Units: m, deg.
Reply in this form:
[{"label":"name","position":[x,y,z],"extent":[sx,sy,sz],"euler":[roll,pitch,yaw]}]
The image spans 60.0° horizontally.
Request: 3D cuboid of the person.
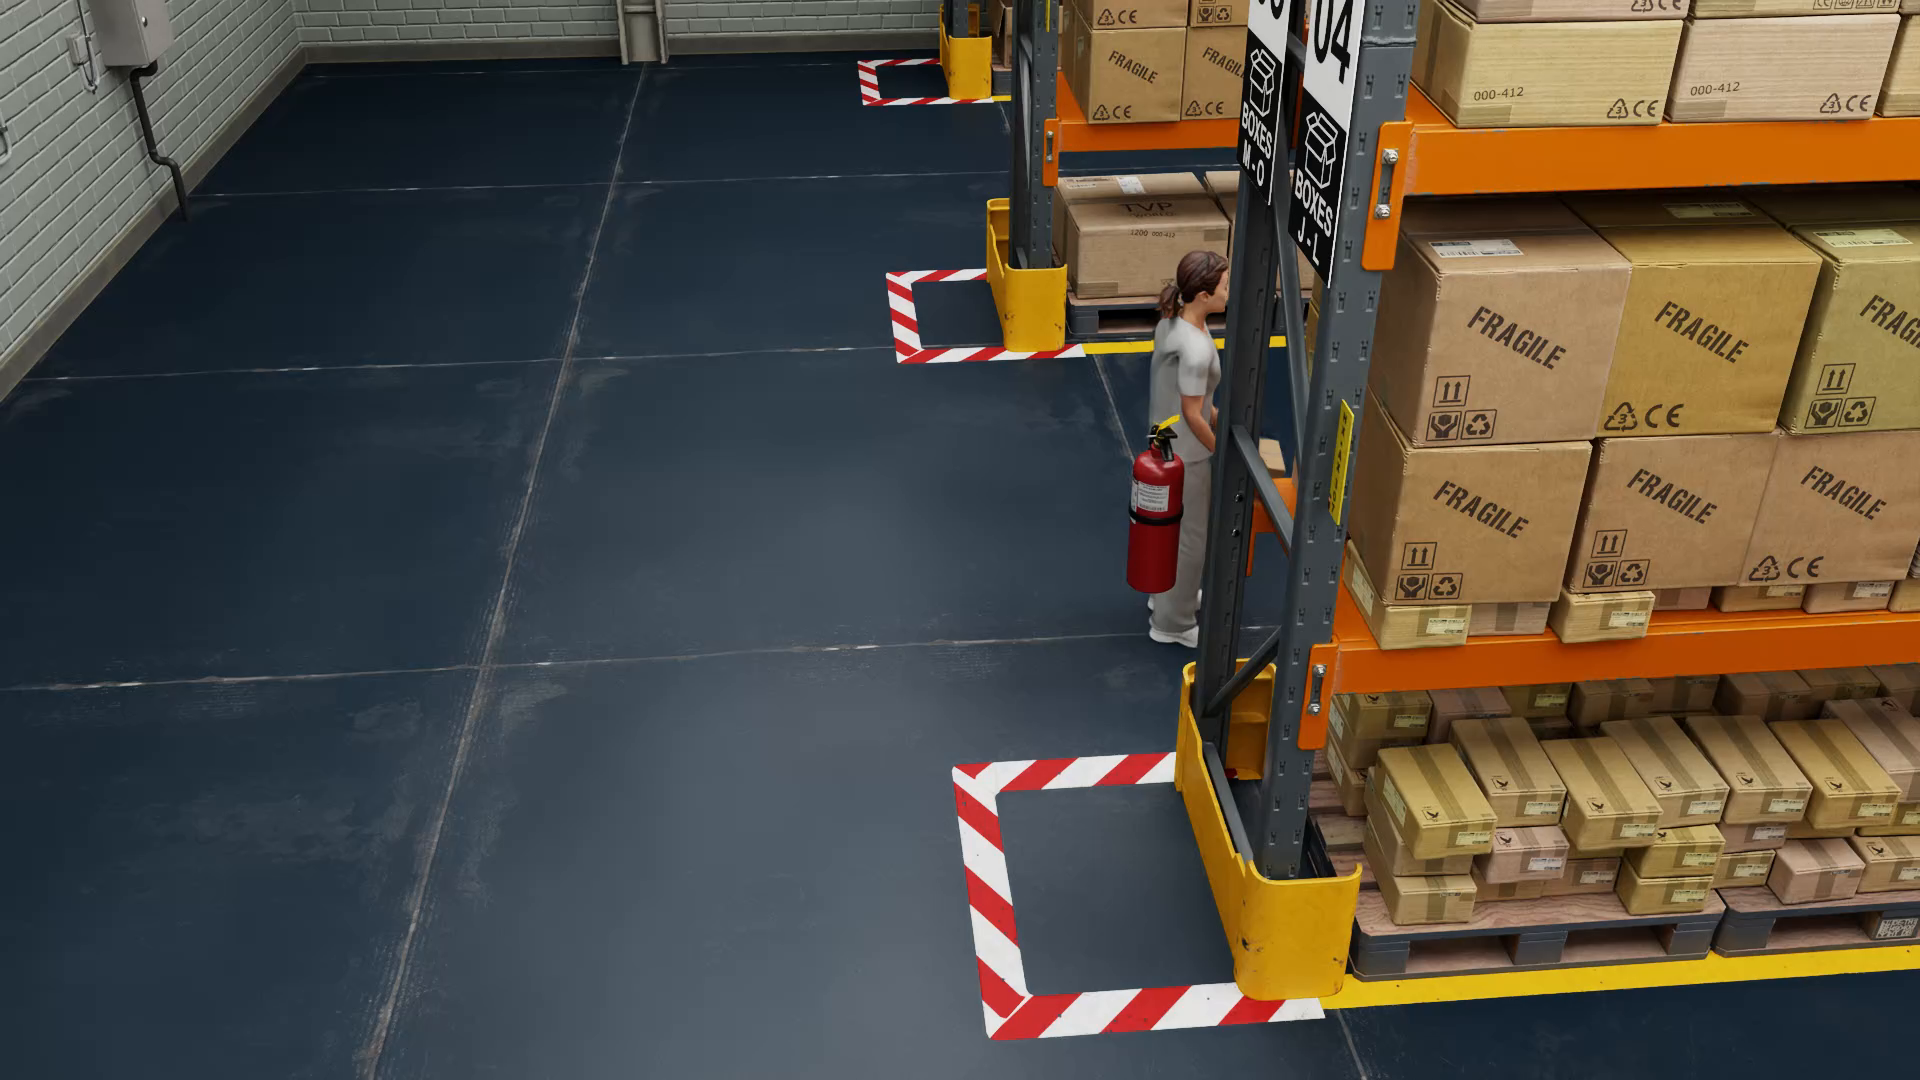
[{"label":"person","position":[0.937,-0.374,6.748],"extent":[0.378,1.676,0.467],"euler":[1,31,2]}]
